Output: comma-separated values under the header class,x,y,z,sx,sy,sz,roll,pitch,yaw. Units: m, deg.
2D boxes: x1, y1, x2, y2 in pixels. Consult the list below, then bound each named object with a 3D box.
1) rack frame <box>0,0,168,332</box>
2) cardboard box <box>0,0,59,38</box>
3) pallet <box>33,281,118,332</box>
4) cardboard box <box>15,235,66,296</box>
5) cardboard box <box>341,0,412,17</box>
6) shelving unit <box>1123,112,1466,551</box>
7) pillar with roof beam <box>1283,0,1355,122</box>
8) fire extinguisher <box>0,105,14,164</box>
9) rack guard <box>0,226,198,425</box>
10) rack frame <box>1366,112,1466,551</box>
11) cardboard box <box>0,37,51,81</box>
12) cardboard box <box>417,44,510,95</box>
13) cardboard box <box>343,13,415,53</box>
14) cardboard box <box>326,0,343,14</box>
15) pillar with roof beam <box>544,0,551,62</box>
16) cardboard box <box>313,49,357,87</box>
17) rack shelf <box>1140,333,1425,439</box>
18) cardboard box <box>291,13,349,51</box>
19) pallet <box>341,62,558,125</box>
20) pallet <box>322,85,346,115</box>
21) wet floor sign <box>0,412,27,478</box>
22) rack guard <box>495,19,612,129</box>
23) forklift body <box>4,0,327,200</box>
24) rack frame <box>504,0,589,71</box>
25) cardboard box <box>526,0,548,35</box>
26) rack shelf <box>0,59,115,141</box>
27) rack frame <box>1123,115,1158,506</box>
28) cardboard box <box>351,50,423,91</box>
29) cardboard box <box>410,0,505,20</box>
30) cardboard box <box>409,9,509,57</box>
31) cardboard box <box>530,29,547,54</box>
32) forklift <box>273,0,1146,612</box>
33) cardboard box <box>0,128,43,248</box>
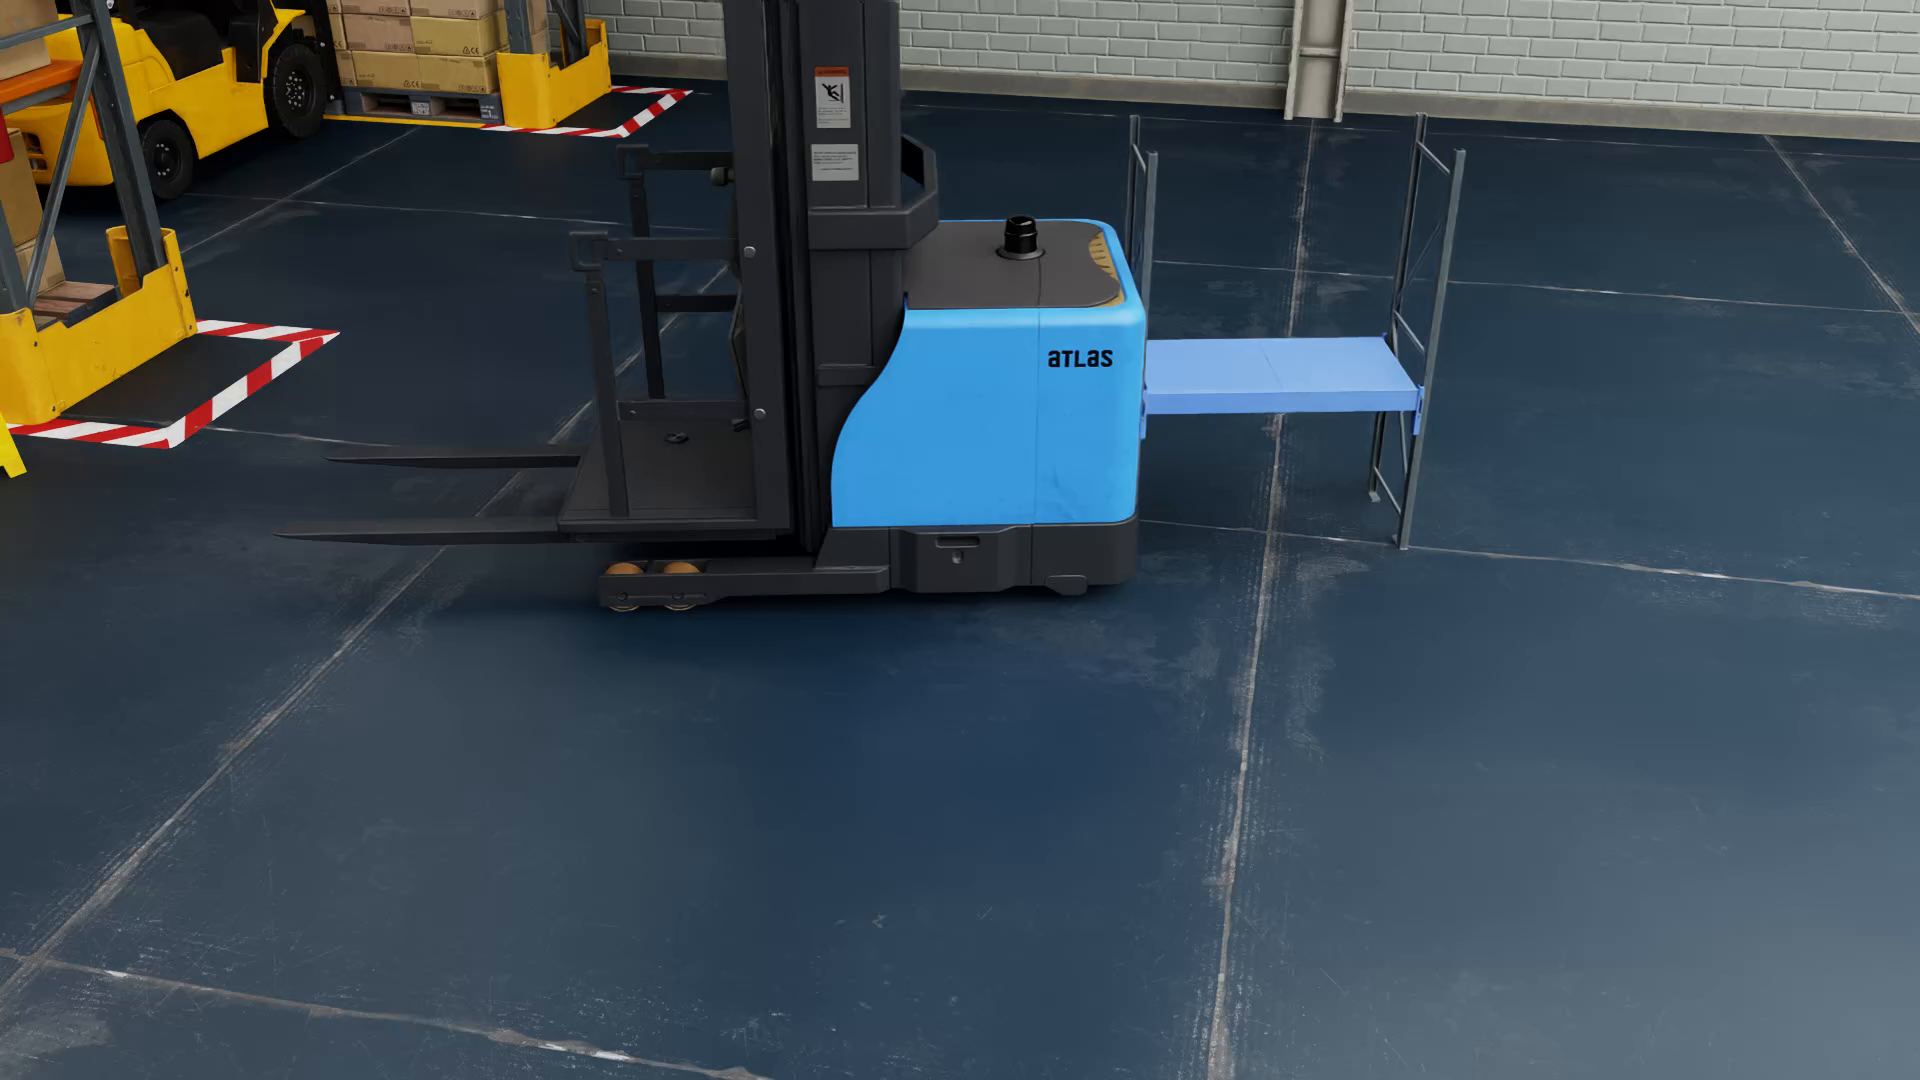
class,x,y,z,sx,sy,sz,roll,pitch,yaw
rack frame,-3.919,-2.087,6.938,0.127,3.000,1.000,6,29,11
cardboard box,-4.325,-2.439,7.168,0.500,0.500,0.500,5,29,10
pallet,-4.781,-0.970,7.801,1.213,0.211,1.003,6,29,11
cardboard box,-4.651,-1.276,7.883,0.500,0.250,0.500,6,29,10
cardboard box,-3.903,-3.783,11.422,0.500,0.250,0.500,6,29,11
shelving unit,1.130,-0.729,6.021,1.048,1.500,0.538,-1,29,-2
pillar with roof beam,1.589,-4.920,5.865,0.400,9.000,9.100,6,29,11
fire extinguisher,-3.904,-1.825,6.541,0.183,0.674,0.296,6,29,11
rack guard,-3.994,-0.998,7.553,0.348,0.500,1.175,6,29,11
rack frame,1.638,-0.738,6.035,0.032,1.500,0.500,-1,29,-2
cardboard box,-4.208,-2.108,7.239,0.250,0.149,0.380,6,29,11
cardboard box,-3.412,-3.295,11.571,0.500,0.250,0.500,6,29,11
cardboard box,-3.916,-3.573,11.558,0.500,0.250,0.500,6,29,10
cardboard box,-4.398,-3.829,11.506,0.500,0.250,0.500,6,29,11
pillar with roof beam,-4.278,-5.521,6.964,0.400,9.000,9.100,6,29,11
cardboard box,-4.384,-3.404,11.770,0.500,0.250,0.500,6,29,11
rack shelf,1.130,-0.572,6.107,1.000,0.185,0.538,-1,29,-2
cardboard box,-4.425,-3.615,11.635,0.500,0.250,0.500,5,29,9
pallet,-3.643,-3.252,11.971,1.213,0.211,1.003,6,29,11
pallet,-4.833,-3.376,12.196,1.213,0.211,1.003,6,29,11
wet floor sign,-3.957,-0.533,6.551,0.232,0.644,0.267,17,33,28
rack guard,-2.863,-3.320,11.793,0.348,0.500,1.175,6,29,11
forklift body,-5.122,-3.380,10.183,1.214,2.155,2.313,6,29,11
rack frame,-2.887,-4.418,11.197,0.127,3.000,1.000,6,29,11
cardboard box,-3.303,-3.761,11.901,0.500,0.250,0.500,6,29,11
rack shelf,-5.875,-1.972,7.477,4.000,0.370,1.077,6,29,11
rack frame,0.622,-0.721,6.006,0.032,1.500,0.500,-1,29,-2
cardboard box,-3.896,-3.350,11.671,0.500,0.250,0.500,6,29,11
cardboard box,-3.402,-3.735,11.333,0.500,0.250,0.500,7,29,12
cardboard box,-3.428,-3.518,11.457,0.500,0.250,0.500,5,29,10
cardboard box,-3.326,-3.538,12.014,0.500,0.250,0.500,6,29,11
forklift,-0.906,-1.295,5.563,3.031,2.935,1.130,-1,29,-2
cardboard box,-4.674,-1.607,7.707,0.500,0.500,0.500,5,29,9
